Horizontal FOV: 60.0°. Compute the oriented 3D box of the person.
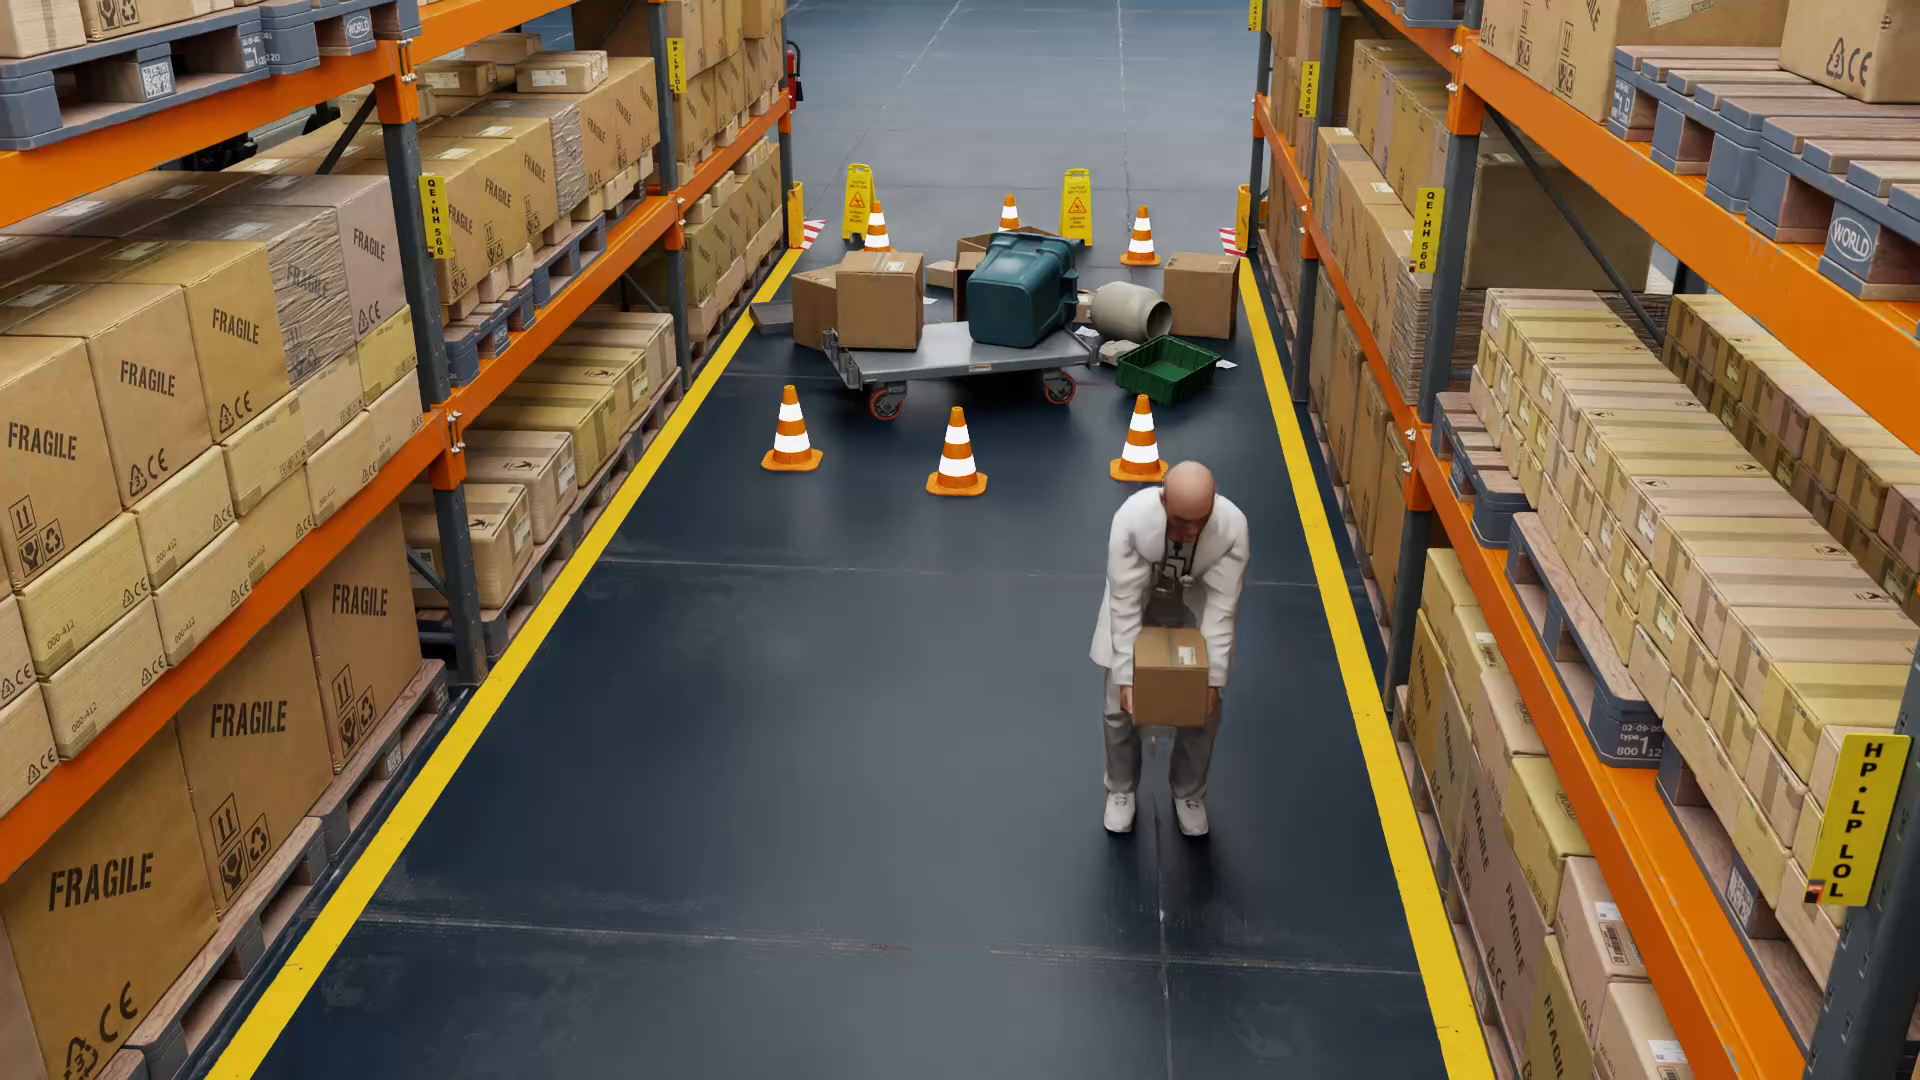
[{"bbox_3d":[0.746,0.381,5.998,0.549,1.600,0.717,1,24,3],"label":"person"}]
